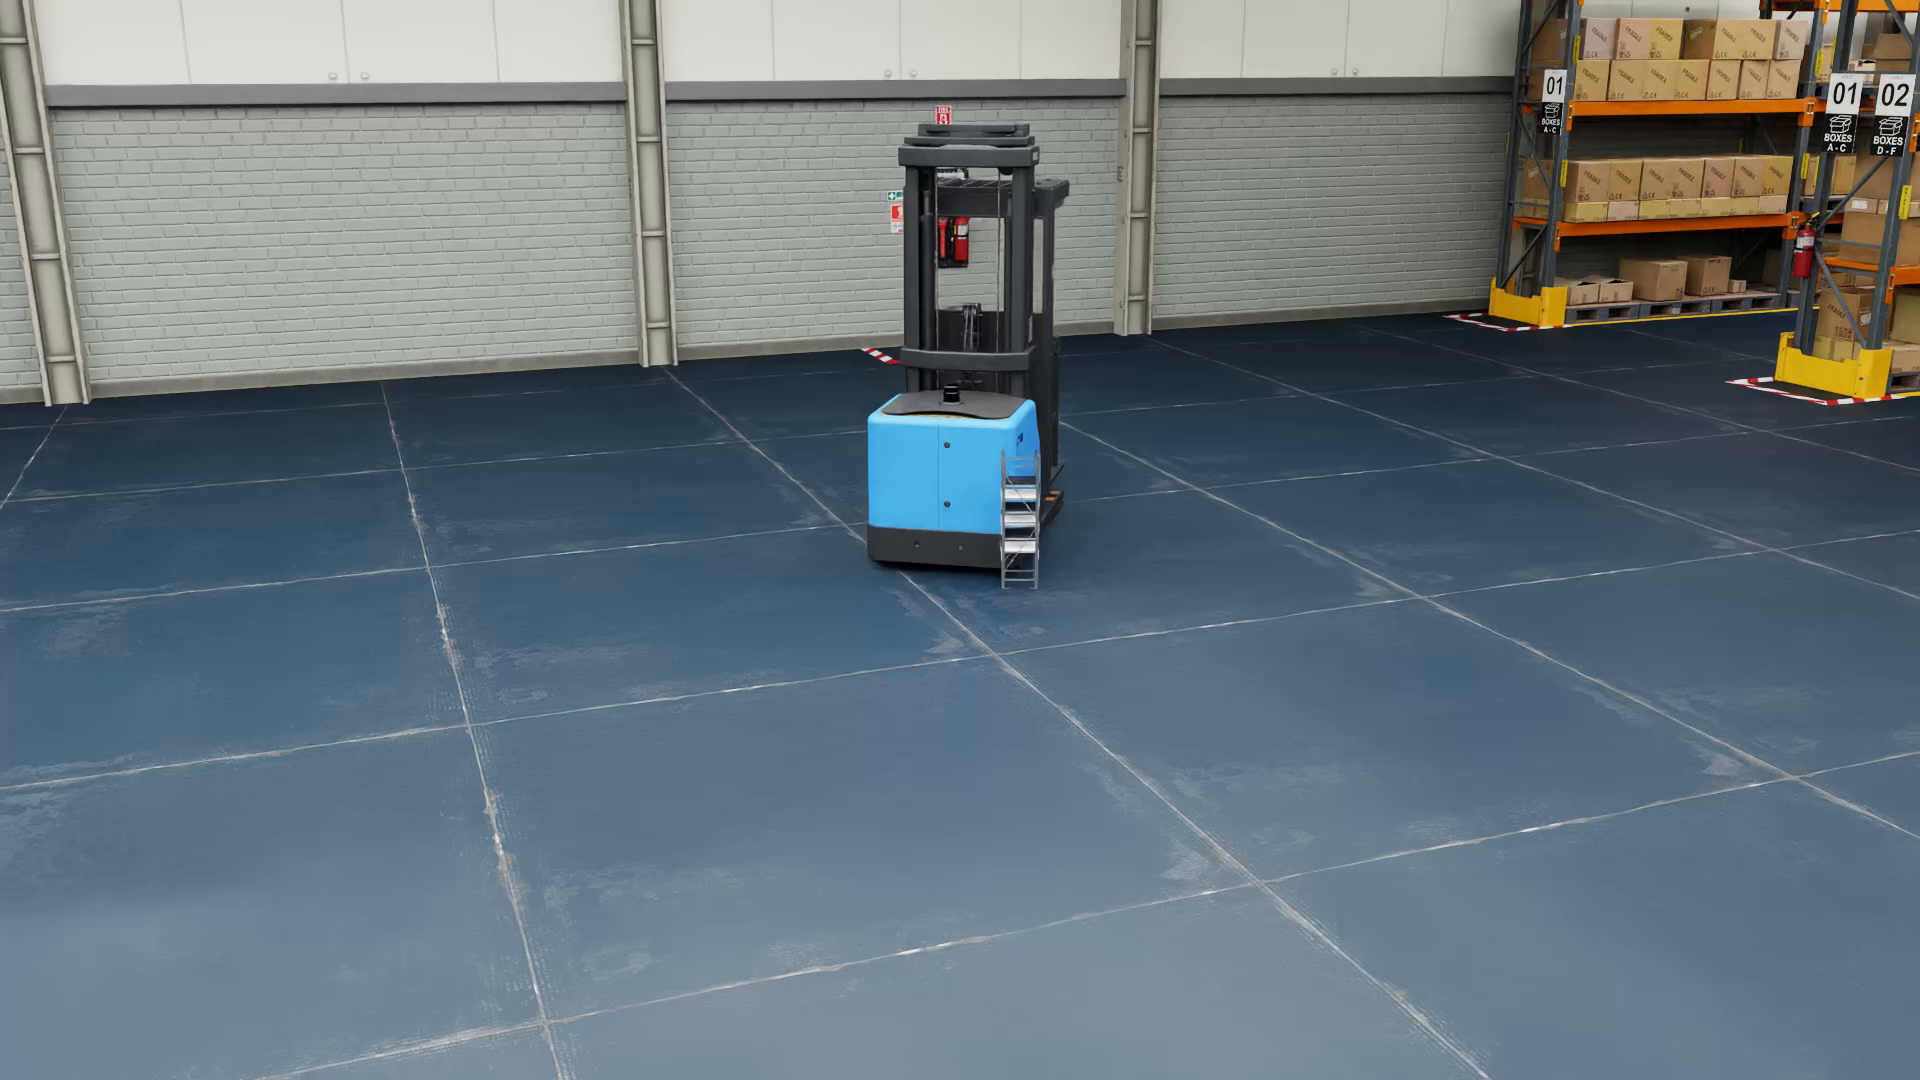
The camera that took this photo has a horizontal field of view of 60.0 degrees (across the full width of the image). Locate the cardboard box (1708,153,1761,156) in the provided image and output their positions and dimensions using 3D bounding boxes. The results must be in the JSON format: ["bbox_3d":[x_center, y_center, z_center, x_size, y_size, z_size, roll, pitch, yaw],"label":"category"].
[{"bbox_3d":[10.650,-5.064,22.918,0.500,0.500,0.500,-7,18,-21],"label":"cardboard box"}]

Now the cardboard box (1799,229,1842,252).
[{"bbox_3d":[12.255,-4.254,23.586,0.500,0.250,0.500,-7,18,-21],"label":"cardboard box"}]

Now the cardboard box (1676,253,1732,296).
[{"bbox_3d":[10.209,-3.655,22.878,0.500,0.500,0.500,-8,18,-24],"label":"cardboard box"}]

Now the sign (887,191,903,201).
[{"bbox_3d":[-0.697,-4.050,19.564,0.331,0.109,0.001,-6,17,-20],"label":"sign"}]

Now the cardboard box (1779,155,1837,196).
[{"bbox_3d":[11.651,-5.060,23.048,0.500,0.500,0.700,-6,17,-20],"label":"cardboard box"}]

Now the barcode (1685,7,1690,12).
[{"bbox_3d":[9.712,-7.082,22.197,0.075,0.075,0.001,-6,17,-20],"label":"barcode"}]

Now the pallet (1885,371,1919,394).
[{"bbox_3d":[9.903,-1.803,17.862,1.213,0.211,1.003,-6,17,-20],"label":"pallet"}]

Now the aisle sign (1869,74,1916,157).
[{"bbox_3d":[9.253,-4.213,16.506,0.004,0.787,0.394,-6,17,-20],"label":"aisle sign"}]

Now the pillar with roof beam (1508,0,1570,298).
[{"bbox_3d":[9.313,-6.399,17.919,0.400,9.000,9.100,-6,17,-20],"label":"pillar with roof beam"}]

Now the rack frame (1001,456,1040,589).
[{"bbox_3d":[0.394,-0.108,10.870,0.240,0.900,0.006,0,16,-1],"label":"rack frame"}]

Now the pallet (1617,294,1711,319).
[{"bbox_3d":[9.408,-3.220,22.688,1.213,0.211,1.003,-6,17,-20],"label":"pallet"}]

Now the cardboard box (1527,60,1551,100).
[{"bbox_3d":[7.727,-5.961,21.537,0.500,0.500,0.500,-5,17,-16],"label":"cardboard box"}]

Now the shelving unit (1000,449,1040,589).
[{"bbox_3d":[0.393,-0.137,10.967,0.258,0.900,0.210,0,16,-1],"label":"shelving unit"}]

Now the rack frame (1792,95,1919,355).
[{"bbox_3d":[9.204,-3.052,17.169,0.127,3.000,1.000,-6,17,-20],"label":"rack frame"}]

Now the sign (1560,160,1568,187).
[{"bbox_3d":[7.623,-4.628,20.998,0.005,0.325,0.100,-6,17,-20],"label":"sign"}]

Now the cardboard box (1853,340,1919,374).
[{"bbox_3d":[9.785,-1.930,17.482,0.500,0.250,0.500,-6,17,-20],"label":"cardboard box"}]

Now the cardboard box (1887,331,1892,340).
[{"bbox_3d":[10.062,-2.120,18.129,0.500,0.250,0.500,-6,17,-20],"label":"cardboard box"}]

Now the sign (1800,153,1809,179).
[{"bbox_3d":[11.365,-5.032,22.374,0.005,0.325,0.100,-6,17,-20],"label":"sign"}]

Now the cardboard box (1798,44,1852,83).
[{"bbox_3d":[11.703,-6.482,22.600,0.500,0.500,0.500,-4,17,-12],"label":"cardboard box"}]

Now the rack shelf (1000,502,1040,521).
[{"bbox_3d":[0.393,-0.191,10.951,0.258,0.077,0.200,0,16,-1],"label":"rack shelf"}]

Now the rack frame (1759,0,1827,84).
[{"bbox_3d":[11.163,-7.637,22.134,0.127,3.000,1.000,-6,17,-20],"label":"rack frame"}]

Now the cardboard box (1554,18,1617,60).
[{"bbox_3d":[7.875,-6.307,20.941,0.500,0.500,0.500,-8,18,-24],"label":"cardboard box"}]

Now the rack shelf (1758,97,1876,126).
[{"bbox_3d":[13.031,-6.054,23.345,4.000,0.370,1.077,-6,17,-20],"label":"rack shelf"}]

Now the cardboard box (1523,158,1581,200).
[{"bbox_3d":[7.792,-4.756,21.871,0.500,0.500,0.500,-6,18,-21],"label":"cardboard box"}]

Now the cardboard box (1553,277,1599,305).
[{"bbox_3d":[8.106,-3.323,22.080,0.500,0.311,0.500,-8,18,-26],"label":"cardboard box"}]

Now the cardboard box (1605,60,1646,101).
[{"bbox_3d":[8.344,-5.865,21.210,0.500,0.500,0.500,-5,17,-16],"label":"cardboard box"}]

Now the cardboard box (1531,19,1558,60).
[{"bbox_3d":[7.737,-6.444,21.408,0.500,0.500,0.500,-5,17,-18],"label":"cardboard box"}]

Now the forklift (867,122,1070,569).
[{"bbox_3d":[0.188,-1.587,12.300,1.130,2.935,3.031,4,17,12],"label":"forklift"}]

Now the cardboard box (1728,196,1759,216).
[{"bbox_3d":[10.361,-4.521,22.400,0.500,0.250,0.500,-6,17,-20],"label":"cardboard box"}]

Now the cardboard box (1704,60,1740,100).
[{"bbox_3d":[9.800,-6.026,21.759,0.500,0.500,0.500,-7,18,-22],"label":"cardboard box"}]

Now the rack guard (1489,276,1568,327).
[{"bbox_3d":[7.499,-3.164,21.985,0.348,0.500,1.175,-6,17,-20],"label":"rack guard"}]

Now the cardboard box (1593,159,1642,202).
[{"bbox_3d":[8.447,-4.669,21.574,0.500,0.500,0.500,-6,17,-20],"label":"cardboard box"}]

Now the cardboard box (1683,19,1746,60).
[{"bbox_3d":[9.801,-6.500,21.598,0.500,0.500,0.500,-7,18,-22],"label":"cardboard box"}]

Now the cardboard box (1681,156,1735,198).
[{"bbox_3d":[9.894,-4.827,22.113,0.500,0.500,0.500,-7,18,-22],"label":"cardboard box"}]

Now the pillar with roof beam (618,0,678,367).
[{"bbox_3d":[-1.893,-5.190,13.799,0.400,9.000,9.100,-6,17,-20],"label":"pillar with roof beam"}]

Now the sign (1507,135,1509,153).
[{"bbox_3d":[7.248,-5.211,21.903,0.005,0.325,0.100,-6,17,-20],"label":"sign"}]

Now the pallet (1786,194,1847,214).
[{"bbox_3d":[11.929,-4.705,23.139,1.213,0.211,1.003,-6,17,-20],"label":"pallet"}]

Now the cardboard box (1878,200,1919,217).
[{"bbox_3d":[9.648,-3.395,17.006,0.250,0.149,0.380,-6,18,-20],"label":"cardboard box"}]

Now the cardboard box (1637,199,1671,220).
[{"bbox_3d":[8.955,-4.365,21.868,0.500,0.250,0.500,-6,18,-21],"label":"cardboard box"}]

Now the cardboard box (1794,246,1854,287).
[{"bbox_3d":[12.309,-3.914,23.760,0.500,0.500,0.700,-7,18,-21],"label":"cardboard box"}]

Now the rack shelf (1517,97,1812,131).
[{"bbox_3d":[9.296,-5.651,21.972,4.000,0.370,1.077,-6,17,-20],"label":"rack shelf"}]

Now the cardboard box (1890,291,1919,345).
[{"bbox_3d":[10.251,-2.341,17.550,0.500,0.500,0.500,-6,17,-20],"label":"cardboard box"}]

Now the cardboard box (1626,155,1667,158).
[{"bbox_3d":[9.217,-4.909,22.389,0.500,0.500,0.500,-6,17,-19],"label":"cardboard box"}]

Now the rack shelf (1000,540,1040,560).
[{"bbox_3d":[0.393,0.068,11.027,0.258,0.077,0.200,0,16,-1],"label":"rack shelf"}]

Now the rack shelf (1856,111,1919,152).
[{"bbox_3d":[11.072,-4.348,17.535,4.000,0.370,1.077,-6,17,-20],"label":"rack shelf"}]
